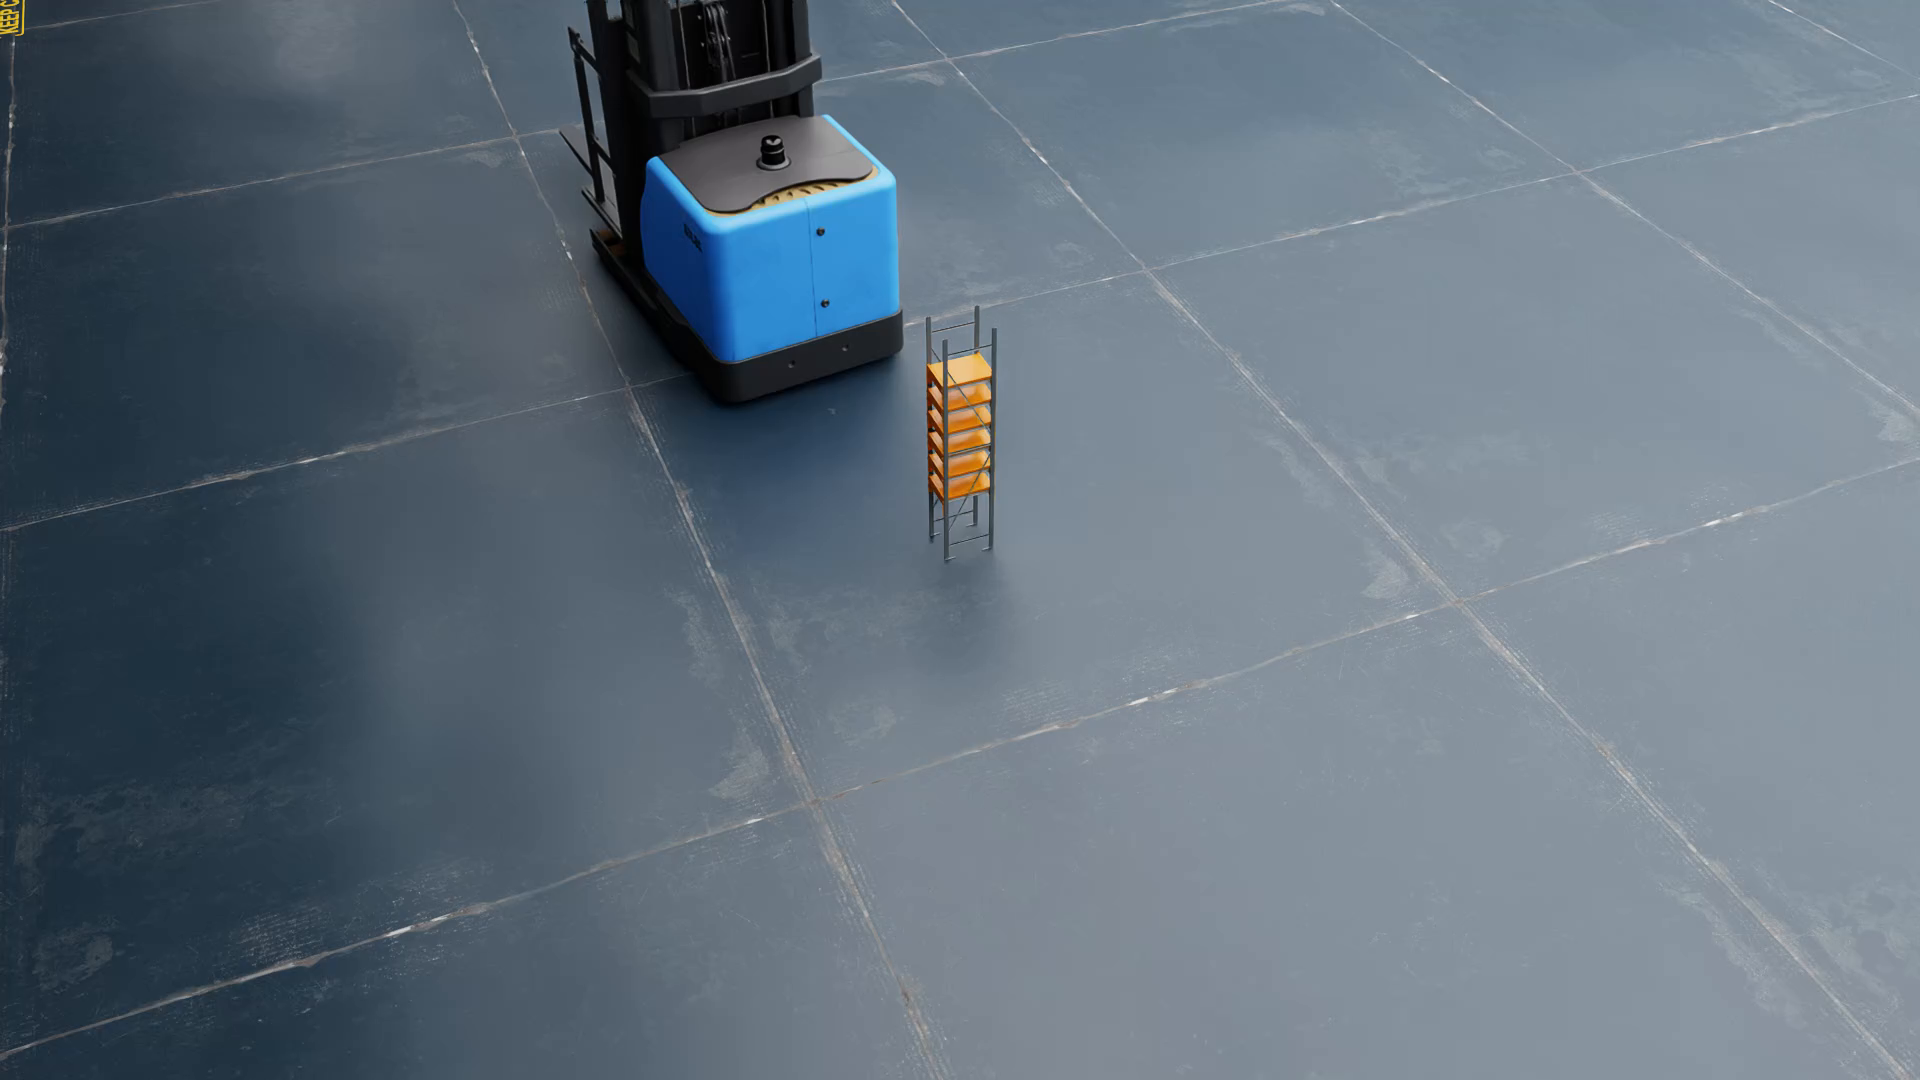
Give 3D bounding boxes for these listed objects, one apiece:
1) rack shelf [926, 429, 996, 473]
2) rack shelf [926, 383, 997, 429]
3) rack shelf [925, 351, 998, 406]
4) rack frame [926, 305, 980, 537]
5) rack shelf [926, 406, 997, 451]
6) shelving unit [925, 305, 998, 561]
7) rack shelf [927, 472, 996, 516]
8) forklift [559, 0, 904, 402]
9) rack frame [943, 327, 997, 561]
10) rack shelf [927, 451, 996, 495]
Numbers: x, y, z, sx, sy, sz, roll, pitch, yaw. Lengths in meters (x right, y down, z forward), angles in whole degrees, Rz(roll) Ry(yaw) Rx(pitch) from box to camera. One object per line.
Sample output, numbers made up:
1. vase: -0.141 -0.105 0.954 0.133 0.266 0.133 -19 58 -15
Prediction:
1. rack shelf: 0.006 -0.413 7.296 0.258 0.103 0.180 -15 43 -17
2. rack shelf: 0.006 -0.594 7.140 0.258 0.103 0.180 -15 43 -17
3. rack shelf: 0.006 -0.685 7.062 0.258 0.103 0.180 -15 43 -17
4. rack frame: -0.029 -0.501 7.331 0.240 1.200 0.006 -15 43 -17
5. rack shelf: 0.006 -0.504 7.218 0.258 0.103 0.180 -15 43 -17
6. shelving unit: 0.006 -0.446 7.267 0.258 1.200 0.189 -15 43 -17
7. rack shelf: 0.006 -0.231 7.453 0.258 0.103 0.180 -15 43 -17
8. forklift: -1.455 -2.751 8.620 1.130 2.935 3.031 -20 45 -22
9. rack frame: 0.041 -0.391 7.203 0.240 1.200 0.006 -15 43 -17
10. rack shelf: 0.006 -0.322 7.374 0.258 0.103 0.180 -15 43 -17
